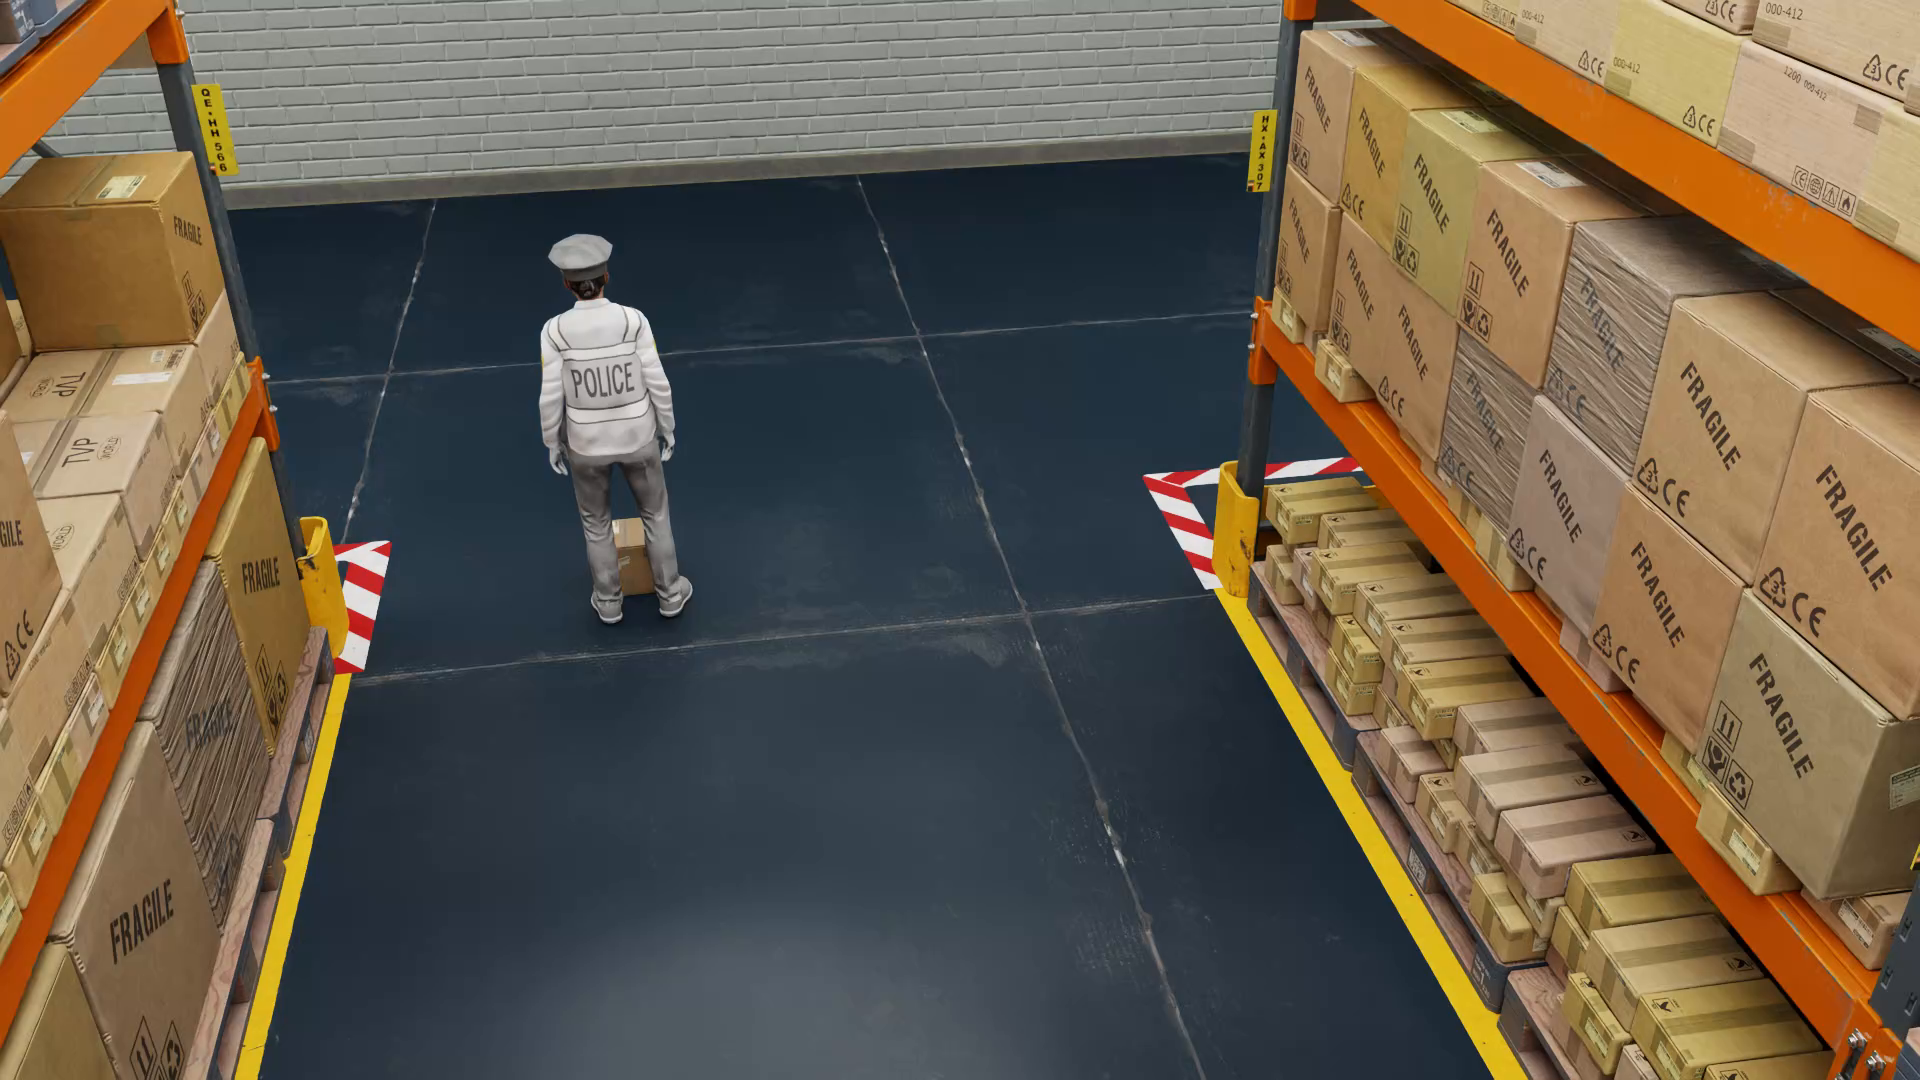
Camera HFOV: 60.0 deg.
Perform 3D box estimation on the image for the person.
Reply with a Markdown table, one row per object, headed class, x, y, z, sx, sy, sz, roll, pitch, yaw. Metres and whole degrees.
| class | x | y | z | sx | sy | sz | roll | pitch | yaw |
| --- | --- | --- | --- | --- | --- | --- | --- | --- | --- |
| person | -1.428 | -0.408 | 6.813 | 0.543 | 1.662 | 0.376 | -7 | 32 | -12 |
